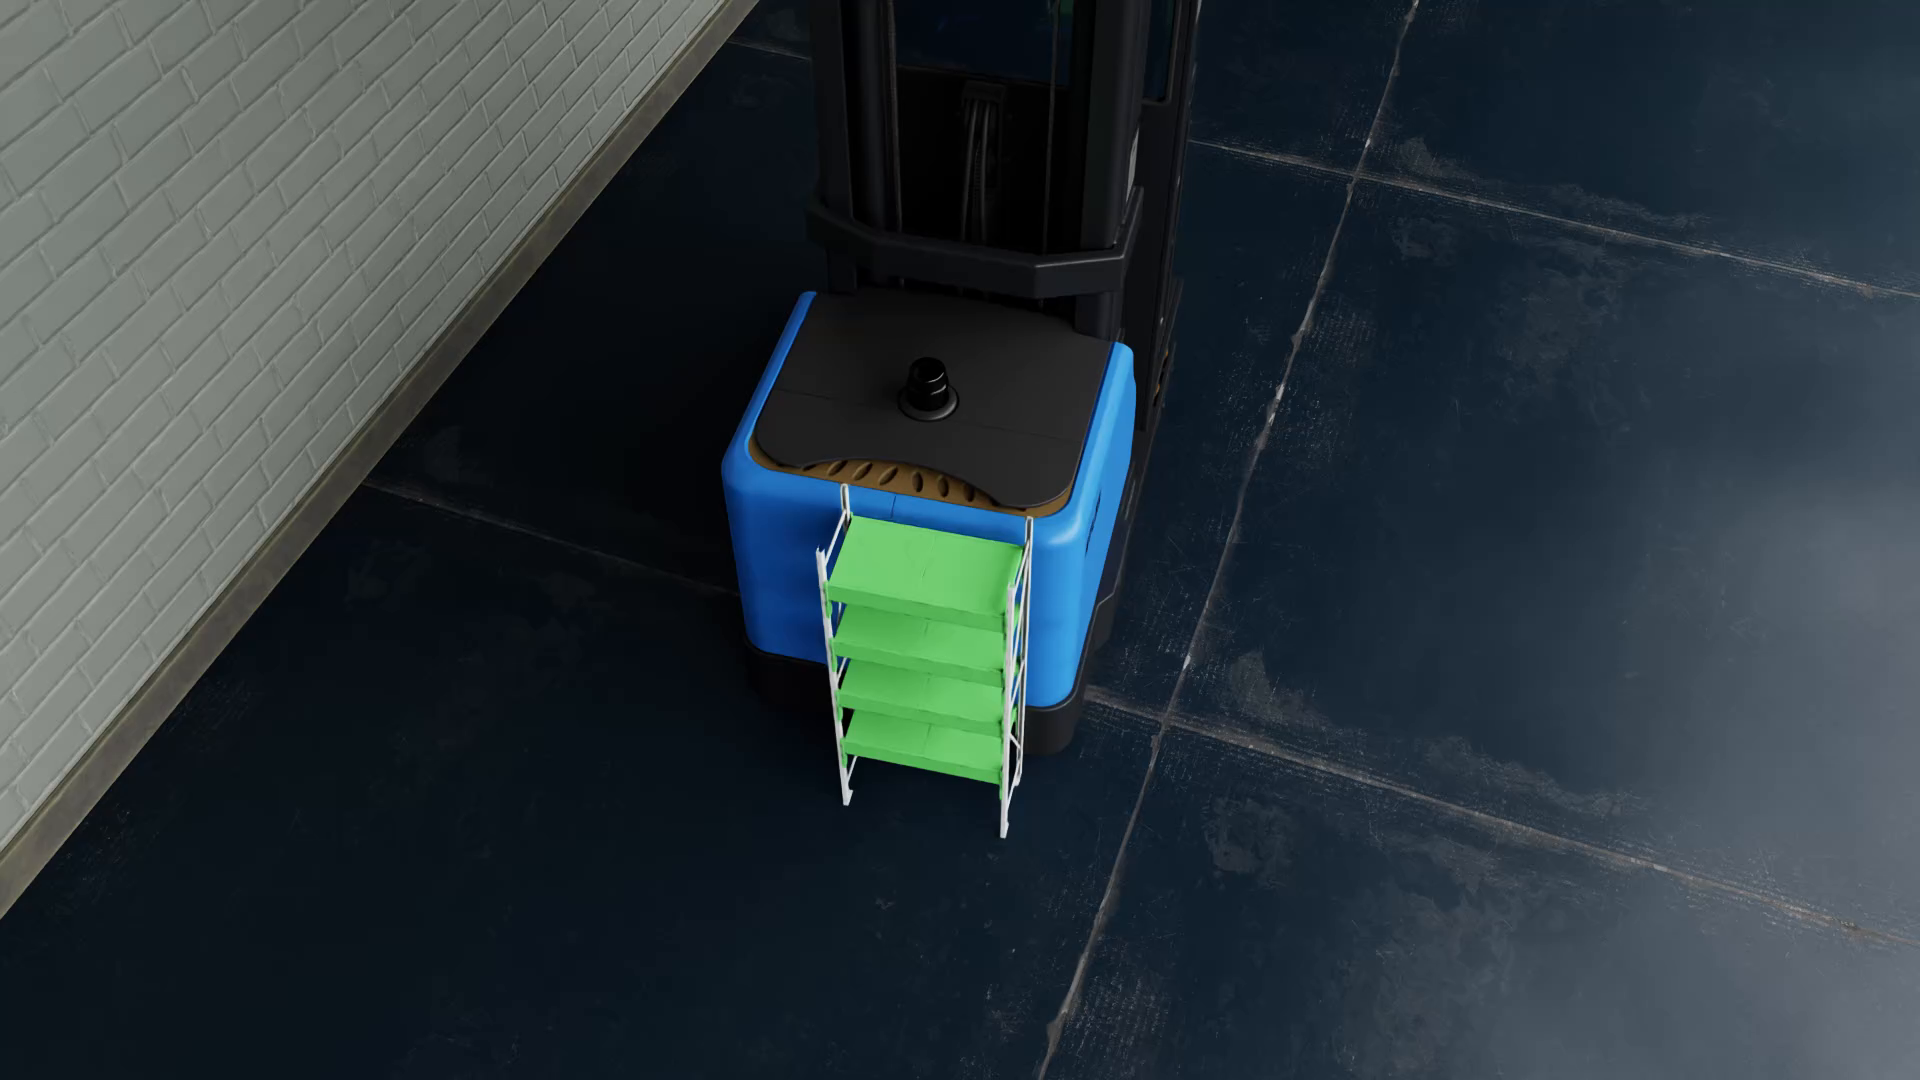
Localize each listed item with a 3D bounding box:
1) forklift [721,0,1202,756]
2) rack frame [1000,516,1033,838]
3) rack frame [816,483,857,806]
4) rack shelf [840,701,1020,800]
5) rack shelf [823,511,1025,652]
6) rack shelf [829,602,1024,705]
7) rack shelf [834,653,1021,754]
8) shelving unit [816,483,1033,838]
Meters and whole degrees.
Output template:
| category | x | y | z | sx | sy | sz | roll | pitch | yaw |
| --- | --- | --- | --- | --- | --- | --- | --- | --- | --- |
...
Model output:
| category | x | y | z | sx | sy | sz | roll | pitch | yaw |
| --- | --- | --- | --- | --- | --- | --- | --- | --- | --- |
| forklift | 0.182 | -1.441 | 5.059 | 1.130 | 2.935 | 3.031 | 11 | 50 | 9 |
| rack frame | 0.153 | 0.417 | 4.592 | 0.015 | 1.200 | 0.240 | 10 | 51 | 9 |
| rack frame | -0.322 | 0.331 | 4.667 | 0.015 | 1.200 | 0.240 | 10 | 51 | 9 |
| rack shelf | -0.083 | 0.569 | 4.862 | 0.480 | 0.148 | 0.258 | 10 | 51 | 9 |
| rack shelf | -0.086 | 0.106 | 4.311 | 0.480 | 0.148 | 0.258 | 10 | 51 | 9 |
| rack shelf | -0.085 | 0.260 | 4.494 | 0.480 | 0.148 | 0.258 | 10 | 51 | 9 |
| rack shelf | -0.084 | 0.415 | 4.678 | 0.480 | 0.148 | 0.258 | 10 | 51 | 9 |
| shelving unit | -0.084 | 0.374 | 4.629 | 0.503 | 1.200 | 0.258 | 10 | 51 | 9 |
